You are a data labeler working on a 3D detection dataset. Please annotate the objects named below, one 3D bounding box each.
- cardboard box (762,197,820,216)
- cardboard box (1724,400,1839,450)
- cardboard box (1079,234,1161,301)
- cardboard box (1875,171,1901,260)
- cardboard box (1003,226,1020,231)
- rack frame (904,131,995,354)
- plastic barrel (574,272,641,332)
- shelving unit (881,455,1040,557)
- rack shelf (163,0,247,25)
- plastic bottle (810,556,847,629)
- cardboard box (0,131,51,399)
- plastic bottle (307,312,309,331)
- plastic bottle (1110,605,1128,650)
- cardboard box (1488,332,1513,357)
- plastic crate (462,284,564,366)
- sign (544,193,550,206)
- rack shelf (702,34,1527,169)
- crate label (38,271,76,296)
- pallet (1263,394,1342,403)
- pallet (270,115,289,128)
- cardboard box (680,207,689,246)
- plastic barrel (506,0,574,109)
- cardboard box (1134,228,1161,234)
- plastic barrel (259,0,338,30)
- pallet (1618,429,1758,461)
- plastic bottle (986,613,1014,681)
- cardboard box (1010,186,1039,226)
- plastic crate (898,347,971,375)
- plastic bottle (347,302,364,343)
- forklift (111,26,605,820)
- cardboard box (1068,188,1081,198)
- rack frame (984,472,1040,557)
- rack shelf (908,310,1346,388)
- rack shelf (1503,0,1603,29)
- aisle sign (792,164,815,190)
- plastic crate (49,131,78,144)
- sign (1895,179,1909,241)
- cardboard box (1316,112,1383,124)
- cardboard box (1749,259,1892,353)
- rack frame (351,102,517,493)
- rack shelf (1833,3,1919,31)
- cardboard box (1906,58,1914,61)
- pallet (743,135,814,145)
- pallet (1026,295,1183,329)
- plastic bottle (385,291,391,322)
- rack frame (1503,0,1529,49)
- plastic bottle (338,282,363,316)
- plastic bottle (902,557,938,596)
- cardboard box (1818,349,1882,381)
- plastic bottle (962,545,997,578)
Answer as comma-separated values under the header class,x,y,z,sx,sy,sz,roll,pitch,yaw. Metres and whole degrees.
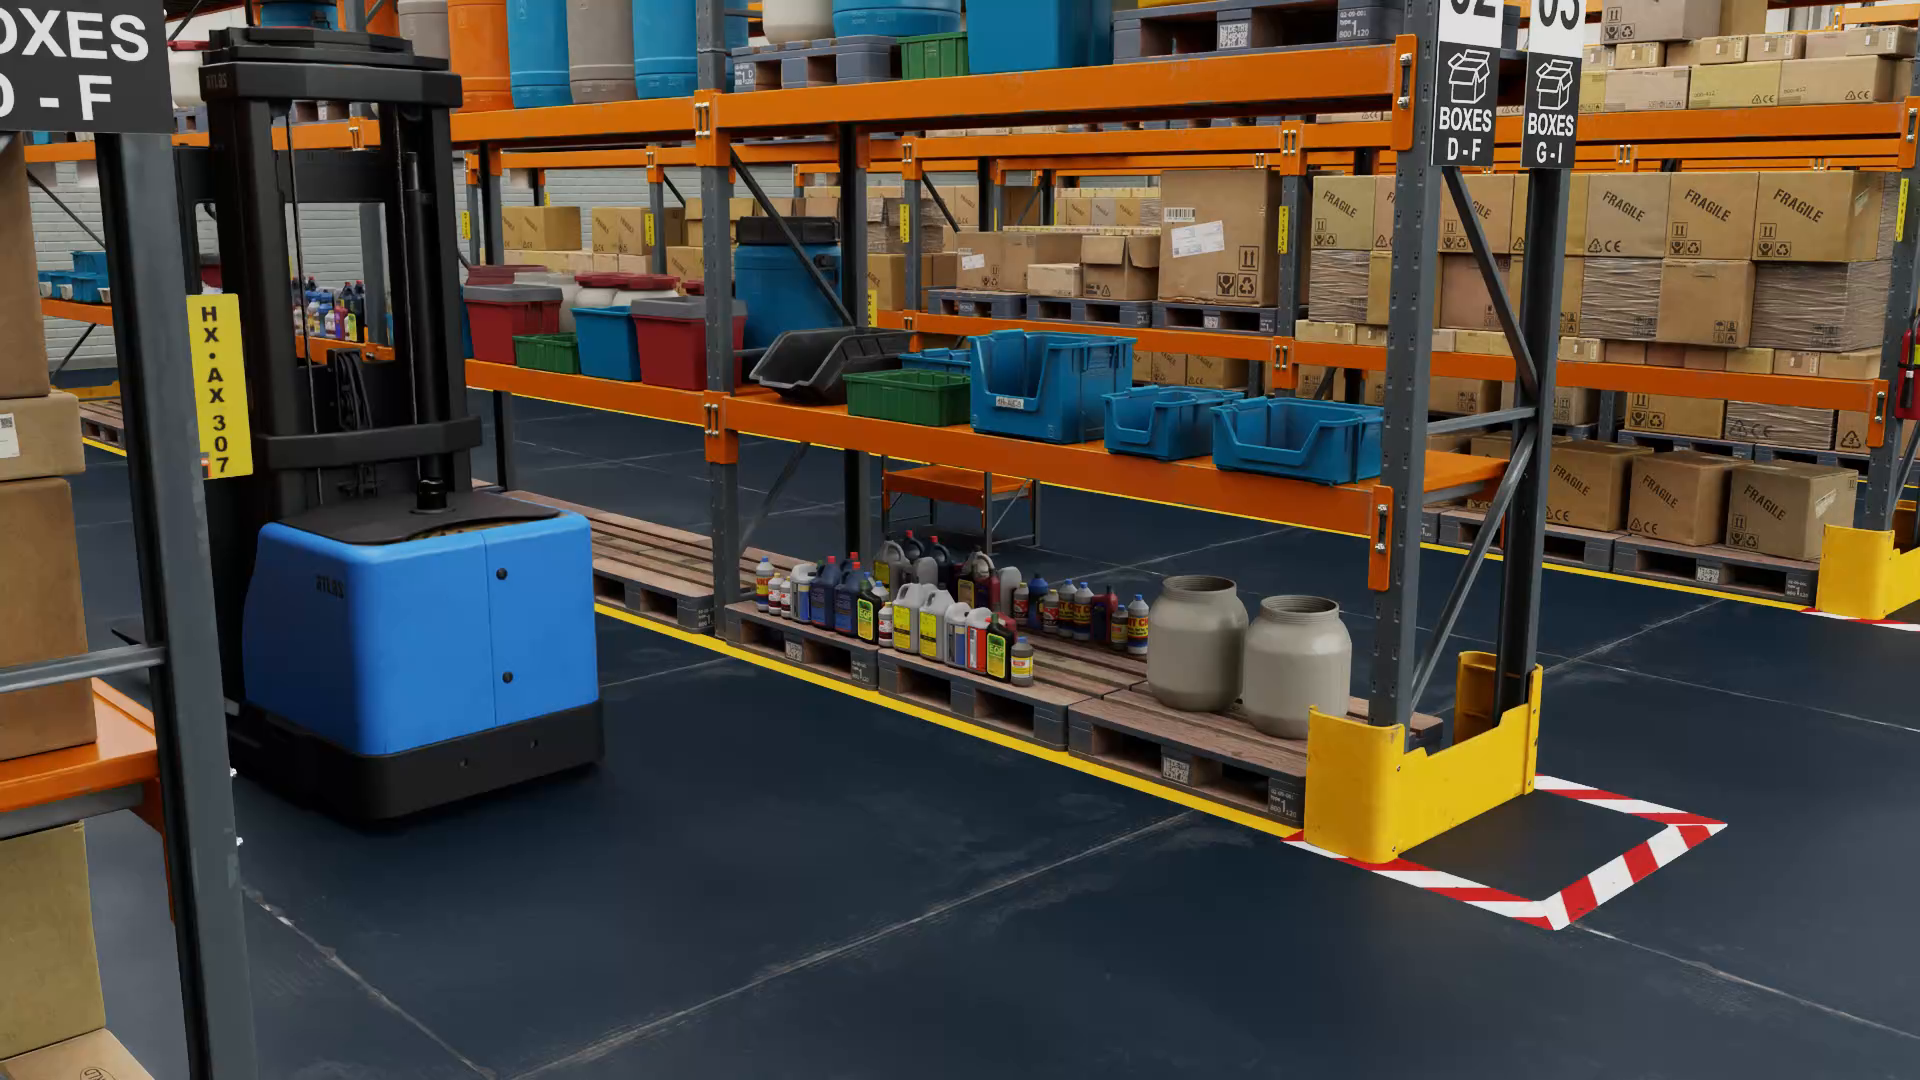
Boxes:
class,x,y,z,sx,sy,sz,roll,pitch,yaw
cardboard box,-1.495,-3.122,16.399,0.797,0.503,0.637,-10,15,-41
cardboard box,7.343,-1.306,14.540,0.875,0.875,0.875,-11,16,-42
cardboard box,1.413,-2.193,13.326,0.797,0.503,0.637,-9,15,-37
cardboard box,5.257,-1.916,9.813,0.500,0.500,0.500,-11,16,-43
cardboard box,0.749,-3.793,20.497,0.380,0.149,0.250,-10,15,-40
rack frame,-0.085,-2.281,15.047,1.000,3.000,0.127,-11,16,-43
plastic barrel,-2.213,-1.414,10.502,0.433,0.535,0.433,0,12,0
shelving unit,-0.005,-0.552,11.303,0.538,1.125,1.048,-11,16,-43
rack shelf,-7.811,-4.856,15.455,1.077,0.370,4.000,-11,16,-43
plastic bottle,-0.648,0.251,8.234,0.144,0.351,0.185,-10,16,-41
cardboard box,-2.078,-0.495,2.918,0.700,0.500,0.500,-11,16,-42
plastic bottle,-4.817,-1.617,12.317,0.097,0.201,0.097,0,12,0
plastic bottle,0.759,0.409,7.836,0.097,0.201,0.097,0,12,0
cardboard box,3.653,-1.283,10.830,0.380,0.149,0.250,-11,16,-43
plastic crate,-2.773,-1.343,10.339,0.402,0.464,0.583,-11,16,-43
sign,-5.208,-4.205,20.931,0.100,0.325,0.005,-11,16,-43
rack shelf,0.476,-1.831,7.217,1.077,0.370,4.000,-11,16,-43
crate label,-9.260,-2.623,16.977,0.416,0.233,0.303,-11,16,-43
pallet,4.062,-1.466,18.002,1.003,0.211,1.213,-11,16,-43
pallet,-5.033,-3.285,12.956,1.003,0.211,1.213,-11,16,-43
cardboard box,-2.994,-3.409,18.302,0.500,0.500,0.500,-11,16,-43
plastic barrel,-2.317,-2.956,9.650,0.600,0.901,0.708,-11,16,-43
cardboard box,2.200,-3.488,19.017,0.380,0.149,0.250,-11,16,-43
plastic barrel,-5.141,-3.867,13.029,0.600,0.901,0.708,-11,16,-43
pallet,6.803,-0.886,15.187,1.003,0.211,1.213,-11,16,-43
plastic bottle,0.178,0.471,7.335,0.061,0.283,0.133,-10,16,-41
cardboard box,0.674,-4.325,21.507,0.500,0.500,0.500,-10,16,-41
plastic crate,0.055,-0.810,8.278,0.499,0.251,0.616,-11,16,-43
plastic bottle,-4.256,-1.533,11.707,0.061,0.283,0.133,-11,16,-43
forklift,-2.862,-0.621,7.163,3.031,2.935,1.130,11,16,43
cardboard box,1.931,-5.513,26.403,0.380,0.149,0.250,-10,15,-41
rack frame,0.346,-0.478,10.943,0.500,1.125,0.032,-11,16,-43
rack shelf,1.296,-1.636,13.703,1.077,0.370,4.000,-11,16,-43
rack shelf,4.953,-5.055,16.421,1.077,0.370,4.000,-11,16,-43
aisle sign,-2.220,-5.367,23.584,0.394,0.787,0.004,-11,16,-43
plastic crate,-8.336,-3.935,15.799,0.504,0.338,0.767,-11,16,-43
sign,5.024,-1.760,8.870,0.100,0.325,0.005,-11,16,-43
cardboard box,2.803,-2.991,11.434,0.500,0.250,0.500,11,16,43
cardboard box,5.079,-1.392,9.748,0.875,0.500,0.500,-11,16,-43
rack frame,-3.668,-1.590,11.697,1.000,3.000,0.127,-11,16,-43
rack shelf,11.226,-5.370,16.967,1.077,0.370,4.000,-11,16,-43
cardboard box,5.416,-2.776,9.404,0.380,0.149,0.250,-11,16,-43
pallet,-1.343,-3.907,15.974,1.003,0.211,1.213,-10,15,-40
pallet,1.311,-1.903,13.692,1.003,0.211,1.213,-11,16,-43
plastic bottle,-4.498,-1.816,13.083,0.061,0.283,0.133,-11,16,-43
rack frame,7.082,-6.600,21.145,1.000,3.000,0.127,-11,16,-43
plastic bottle,-4.815,-1.860,13.127,0.144,0.351,0.185,-11,16,-43
plastic bottle,-0.209,0.218,8.579,0.152,0.276,0.135,-11,16,-43
cardboard box,5.093,-1.003,9.468,0.380,0.149,0.250,-11,16,-43
plastic bottle,0.103,0.204,8.460,0.144,0.351,0.185,-11,16,-43
